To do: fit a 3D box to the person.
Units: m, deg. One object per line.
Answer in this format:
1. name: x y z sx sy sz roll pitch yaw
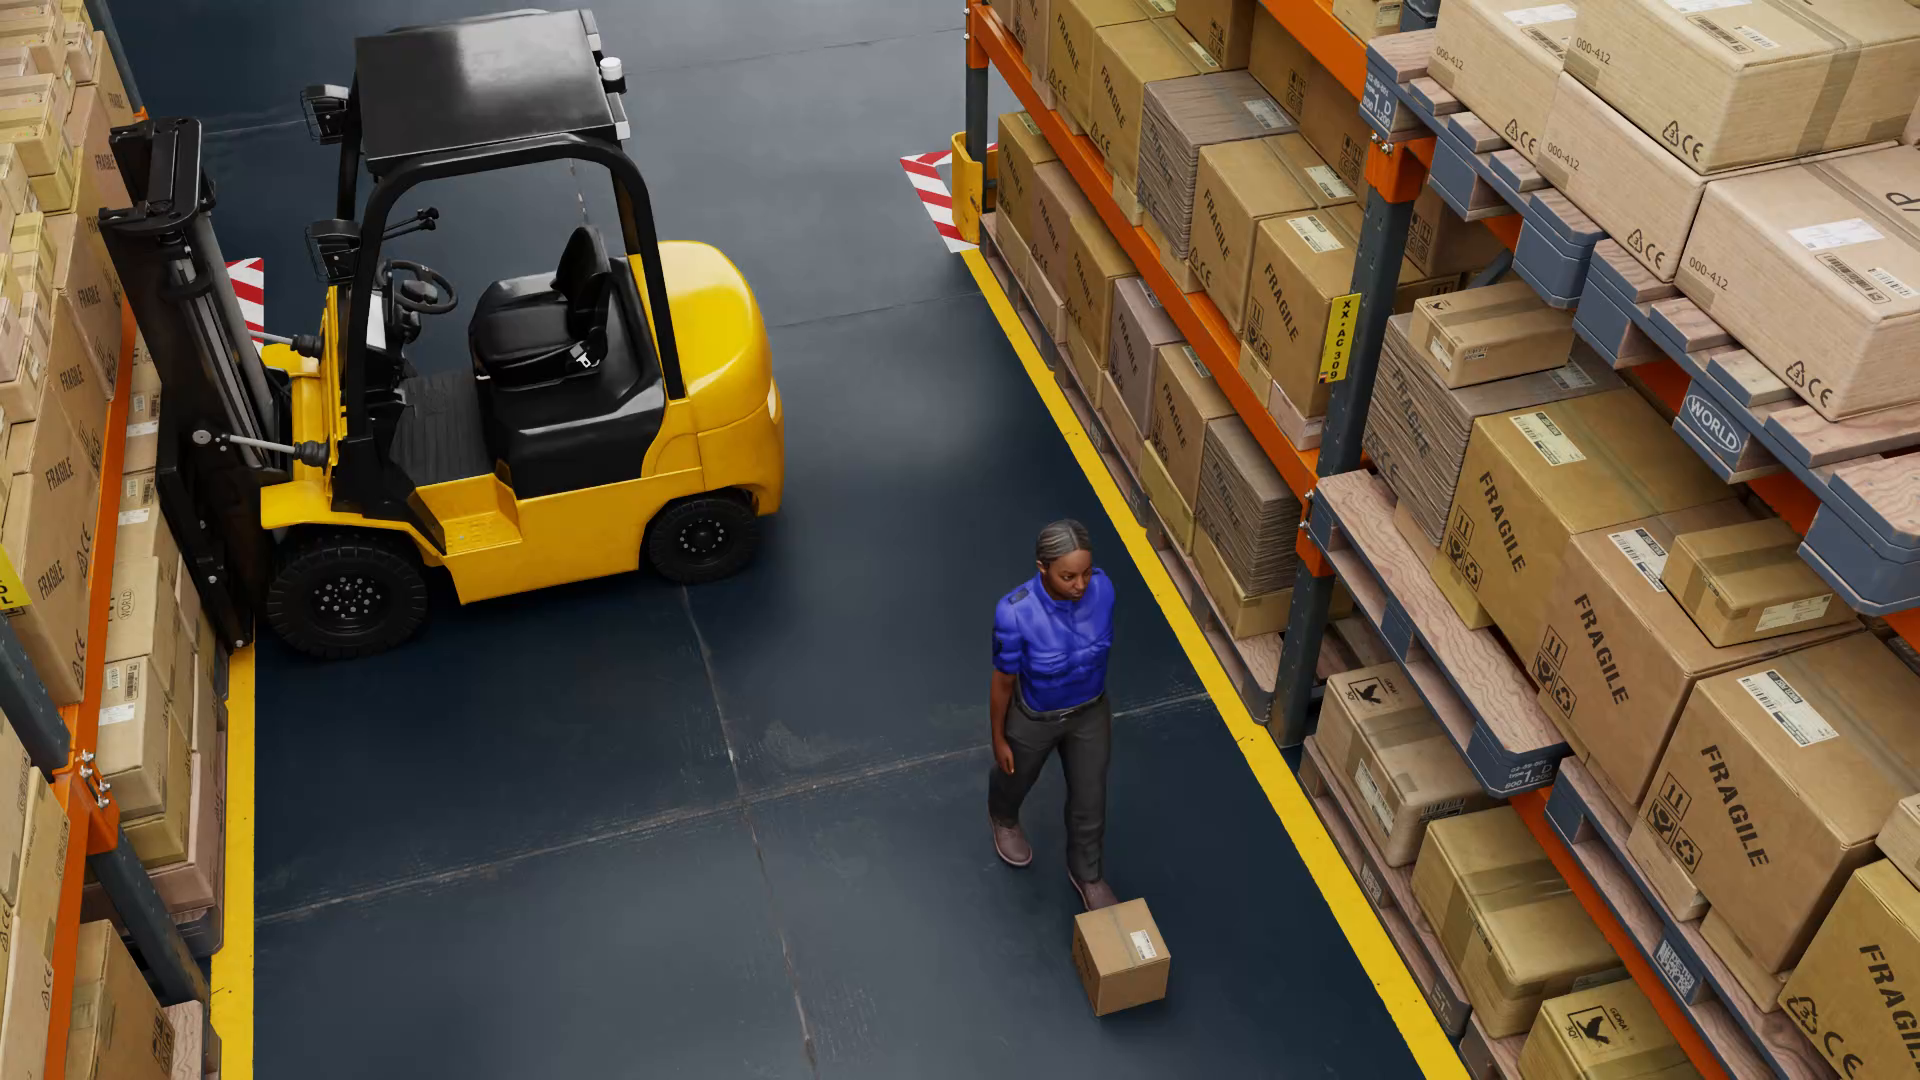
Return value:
1. person: 0.316 0.595 5.506 0.456 1.655 0.655 -15 45 -16
